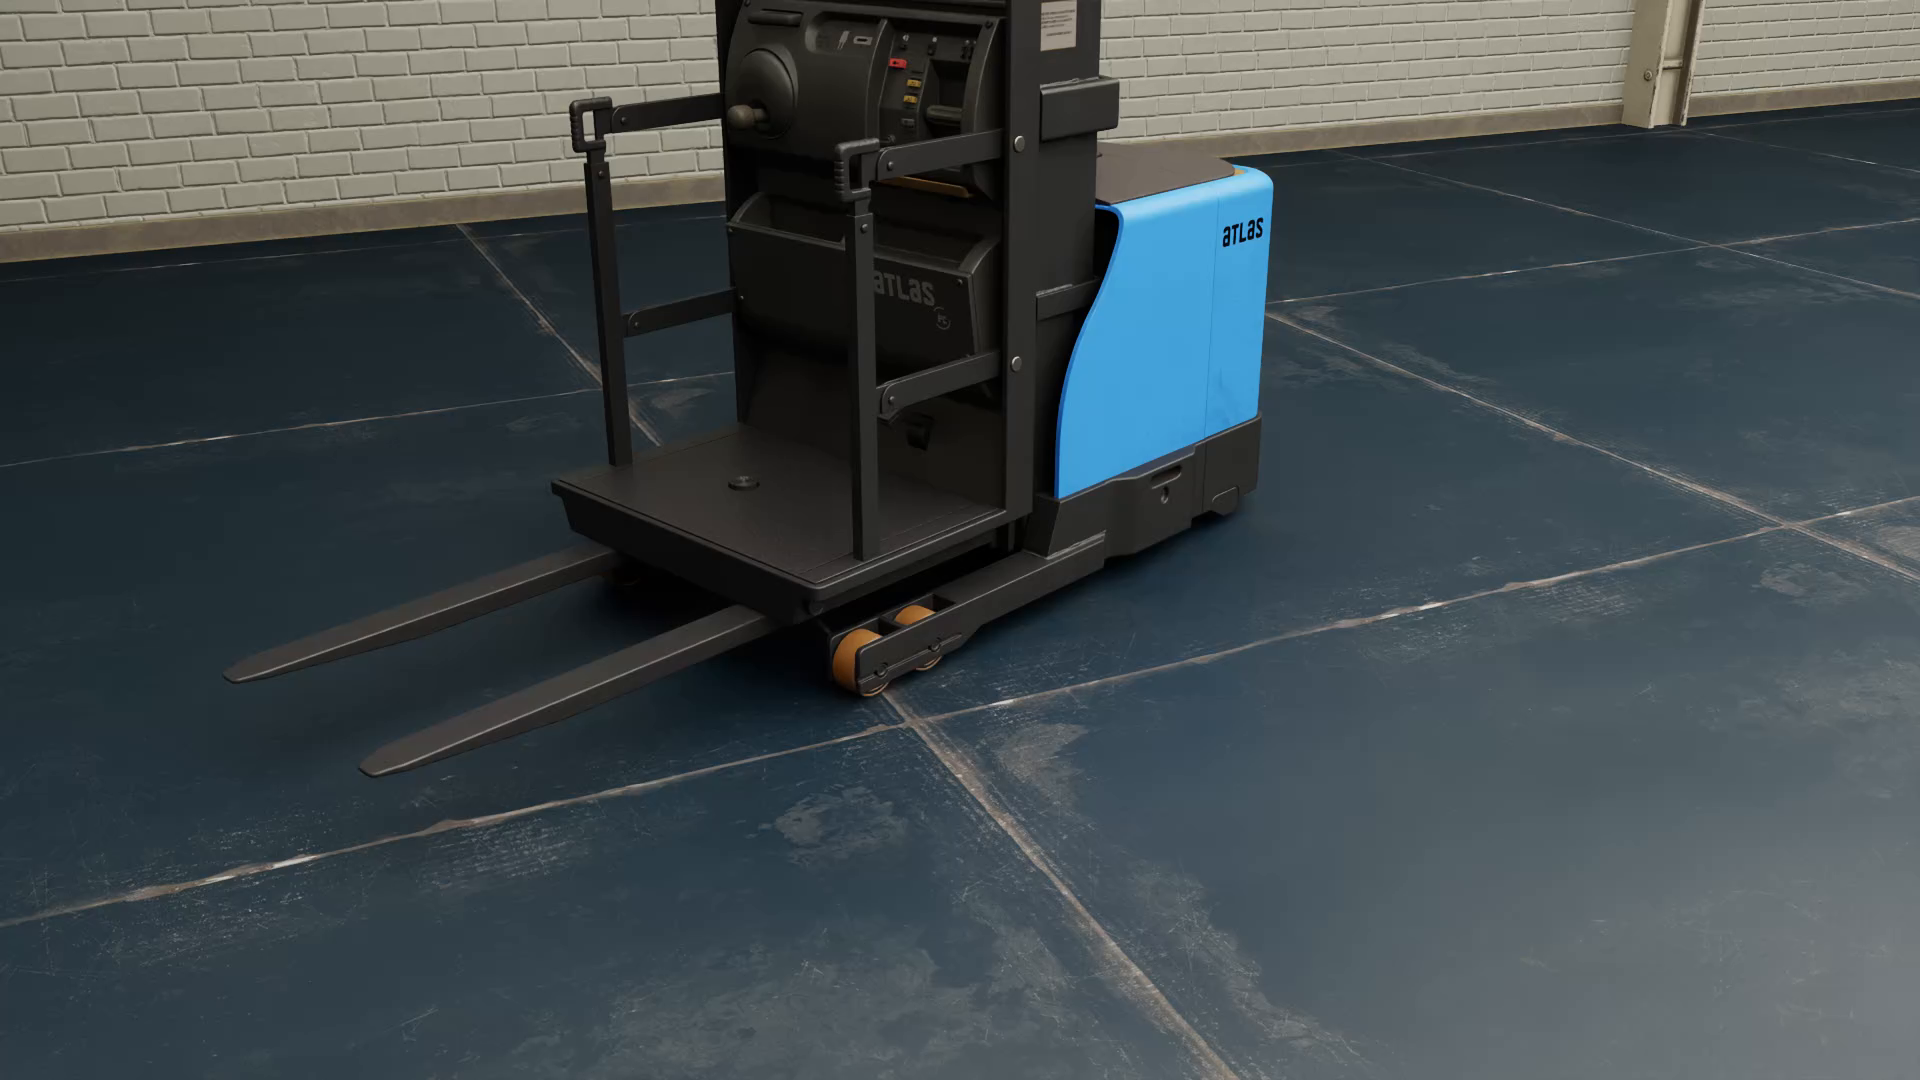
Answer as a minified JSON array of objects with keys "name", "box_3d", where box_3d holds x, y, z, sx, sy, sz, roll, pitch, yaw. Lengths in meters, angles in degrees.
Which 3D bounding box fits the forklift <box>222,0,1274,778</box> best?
[{"name":"forklift","box_3d":[-0.413,-1.182,4.131,1.130,2.935,3.031,19,29,39]}]
